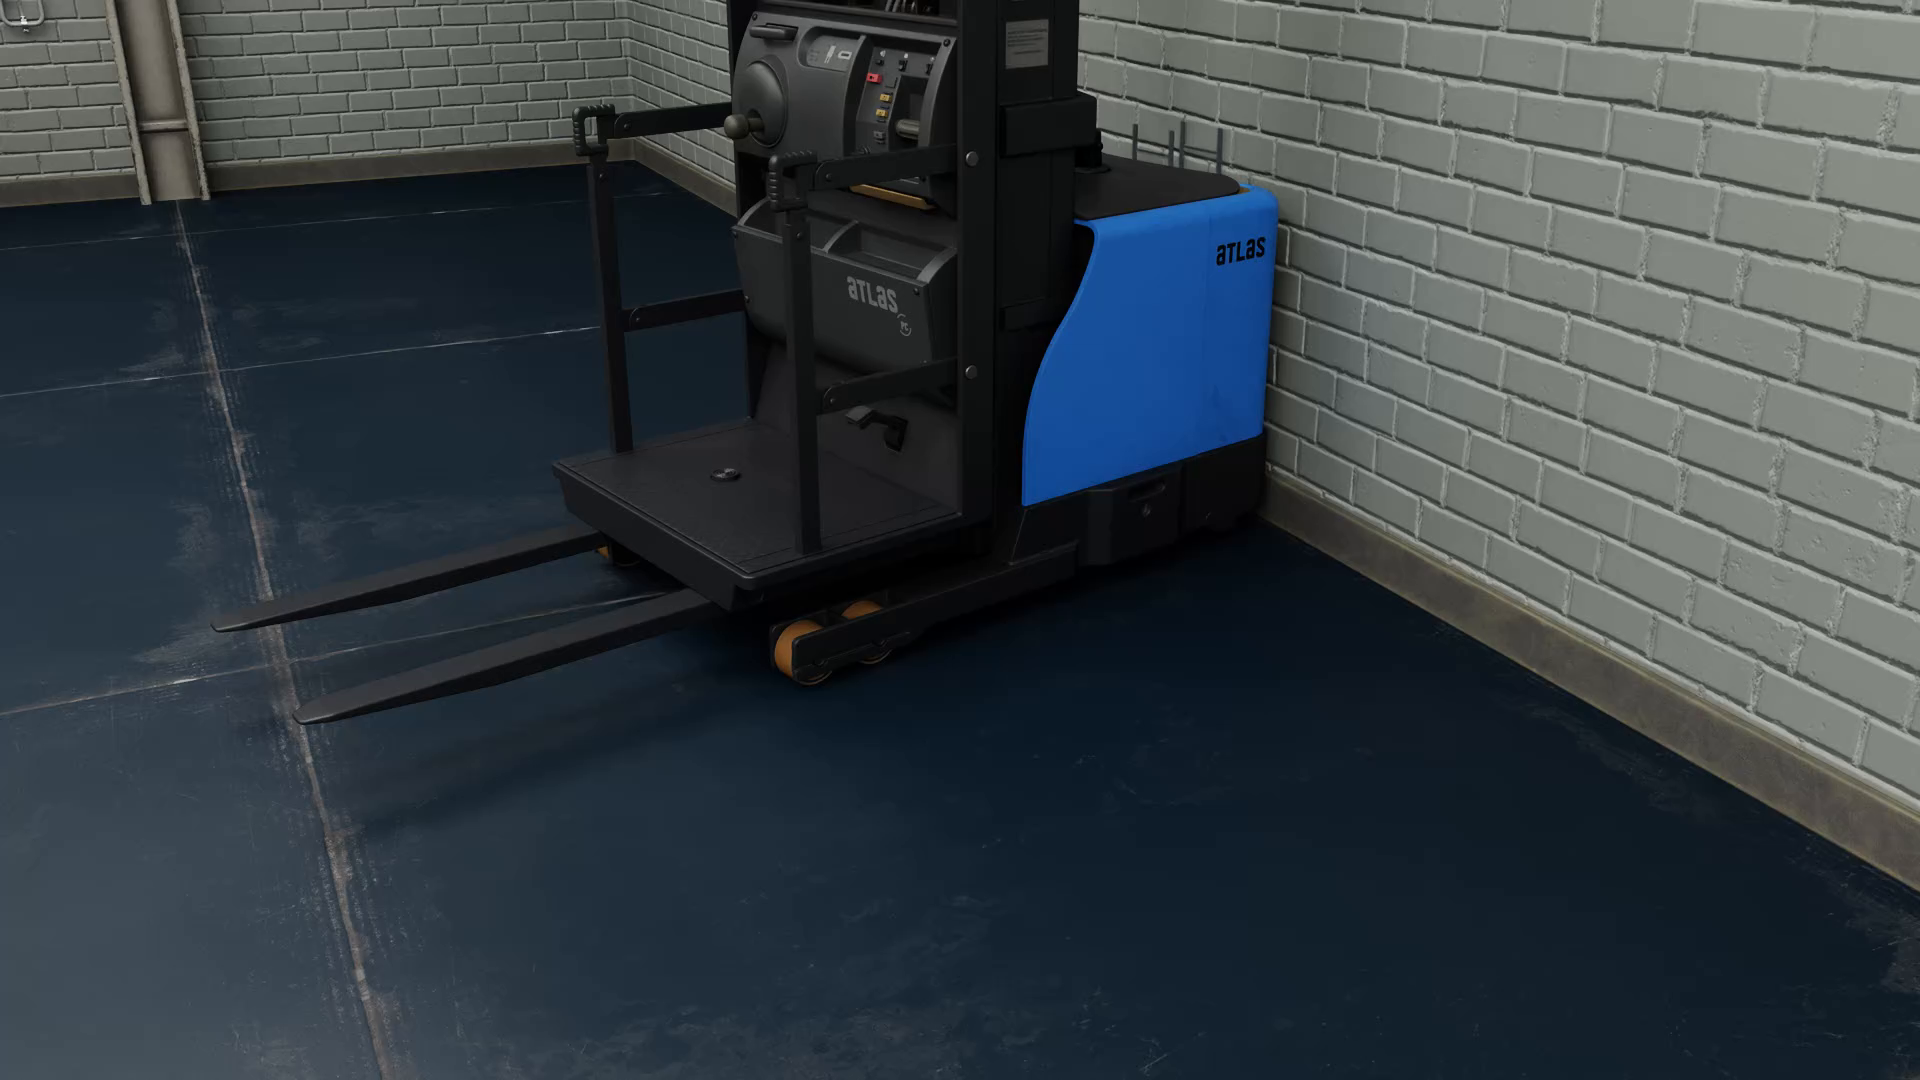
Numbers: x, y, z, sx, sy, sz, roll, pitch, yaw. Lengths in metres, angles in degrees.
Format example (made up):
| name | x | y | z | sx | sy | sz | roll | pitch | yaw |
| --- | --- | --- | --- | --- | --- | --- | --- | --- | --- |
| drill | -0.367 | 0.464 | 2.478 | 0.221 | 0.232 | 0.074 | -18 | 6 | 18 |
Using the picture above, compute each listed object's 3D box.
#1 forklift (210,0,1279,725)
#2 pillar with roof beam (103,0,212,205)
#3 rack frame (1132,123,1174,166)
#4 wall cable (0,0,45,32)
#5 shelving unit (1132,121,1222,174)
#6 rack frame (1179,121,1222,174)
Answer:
| name | x | y | z | sx | sy | sz | roll | pitch | yaw |
| --- | --- | --- | --- | --- | --- | --- | --- | --- | --- |
| forklift | -0.491 | -1.204 | 4.326 | 3.031 | 2.935 | 1.130 | -17 | 28 | -35 |
| pillar with roof beam | -3.056 | -4.823 | 5.135 | 0.400 | 9.000 | 9.100 | -10 | 25 | -24 |
| rack frame | 0.623 | -0.763 | 5.551 | 0.006 | 1.200 | 0.240 | -10 | 22 | -24 |
| wall cable | -6.238 | -3.796 | 9.171 | 1.851 | 1.984 | 0.084 | -10 | 25 | -24 |
| shelving unit | 0.706 | -0.778 | 5.588 | 0.189 | 1.200 | 0.258 | -10 | 22 | -24 |
| rack frame | 0.788 | -0.792 | 5.625 | 0.006 | 1.200 | 0.240 | -10 | 22 | -24 |
